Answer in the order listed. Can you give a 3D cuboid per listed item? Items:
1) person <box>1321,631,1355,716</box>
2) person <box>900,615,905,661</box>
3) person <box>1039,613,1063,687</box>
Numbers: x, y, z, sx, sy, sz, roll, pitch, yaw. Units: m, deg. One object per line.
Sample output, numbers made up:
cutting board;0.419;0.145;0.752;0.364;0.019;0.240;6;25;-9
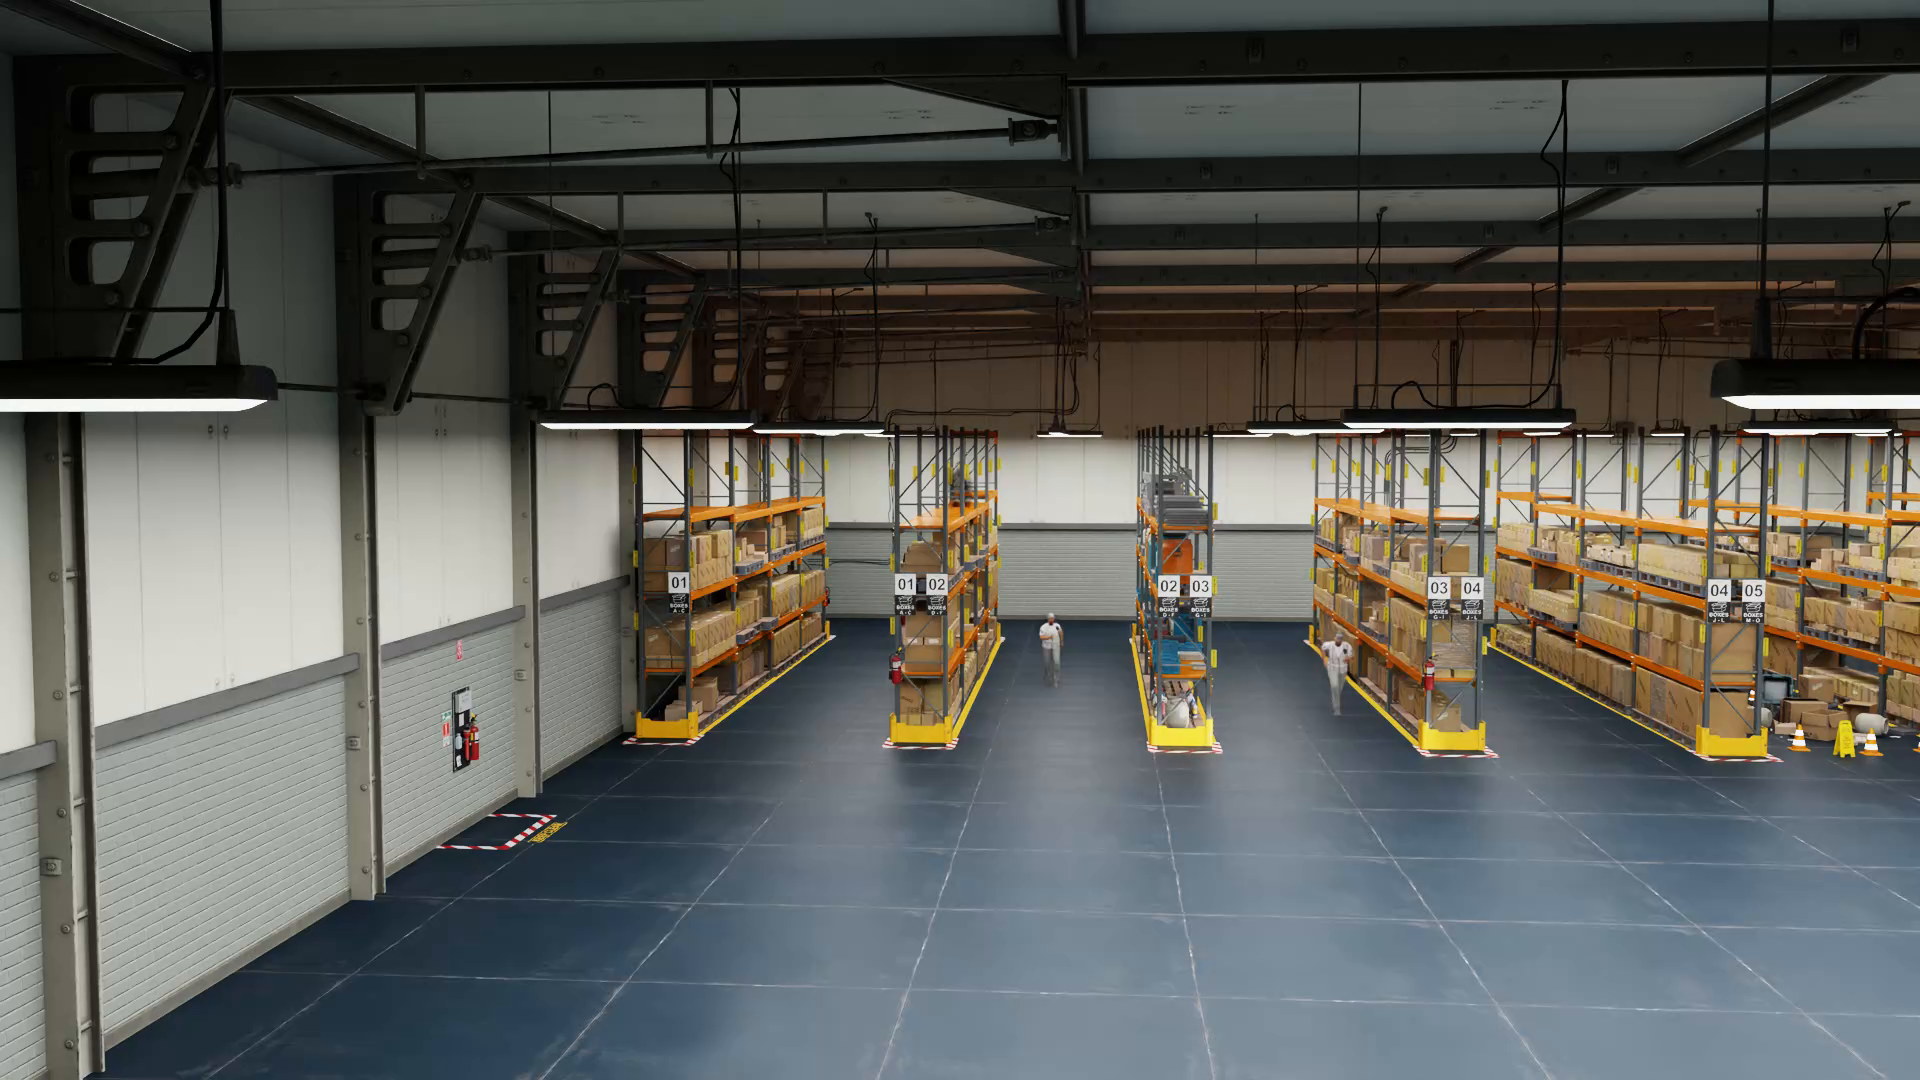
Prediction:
person;7.929;2.768;34.953;0.659;1.799;1.025;0;3;0
person;-1.336;2.334;43.216;0.704;1.695;1.007;1;3;10
person;2.135;2.576;38.836;0.574;1.758;0.778;0;3;-2
